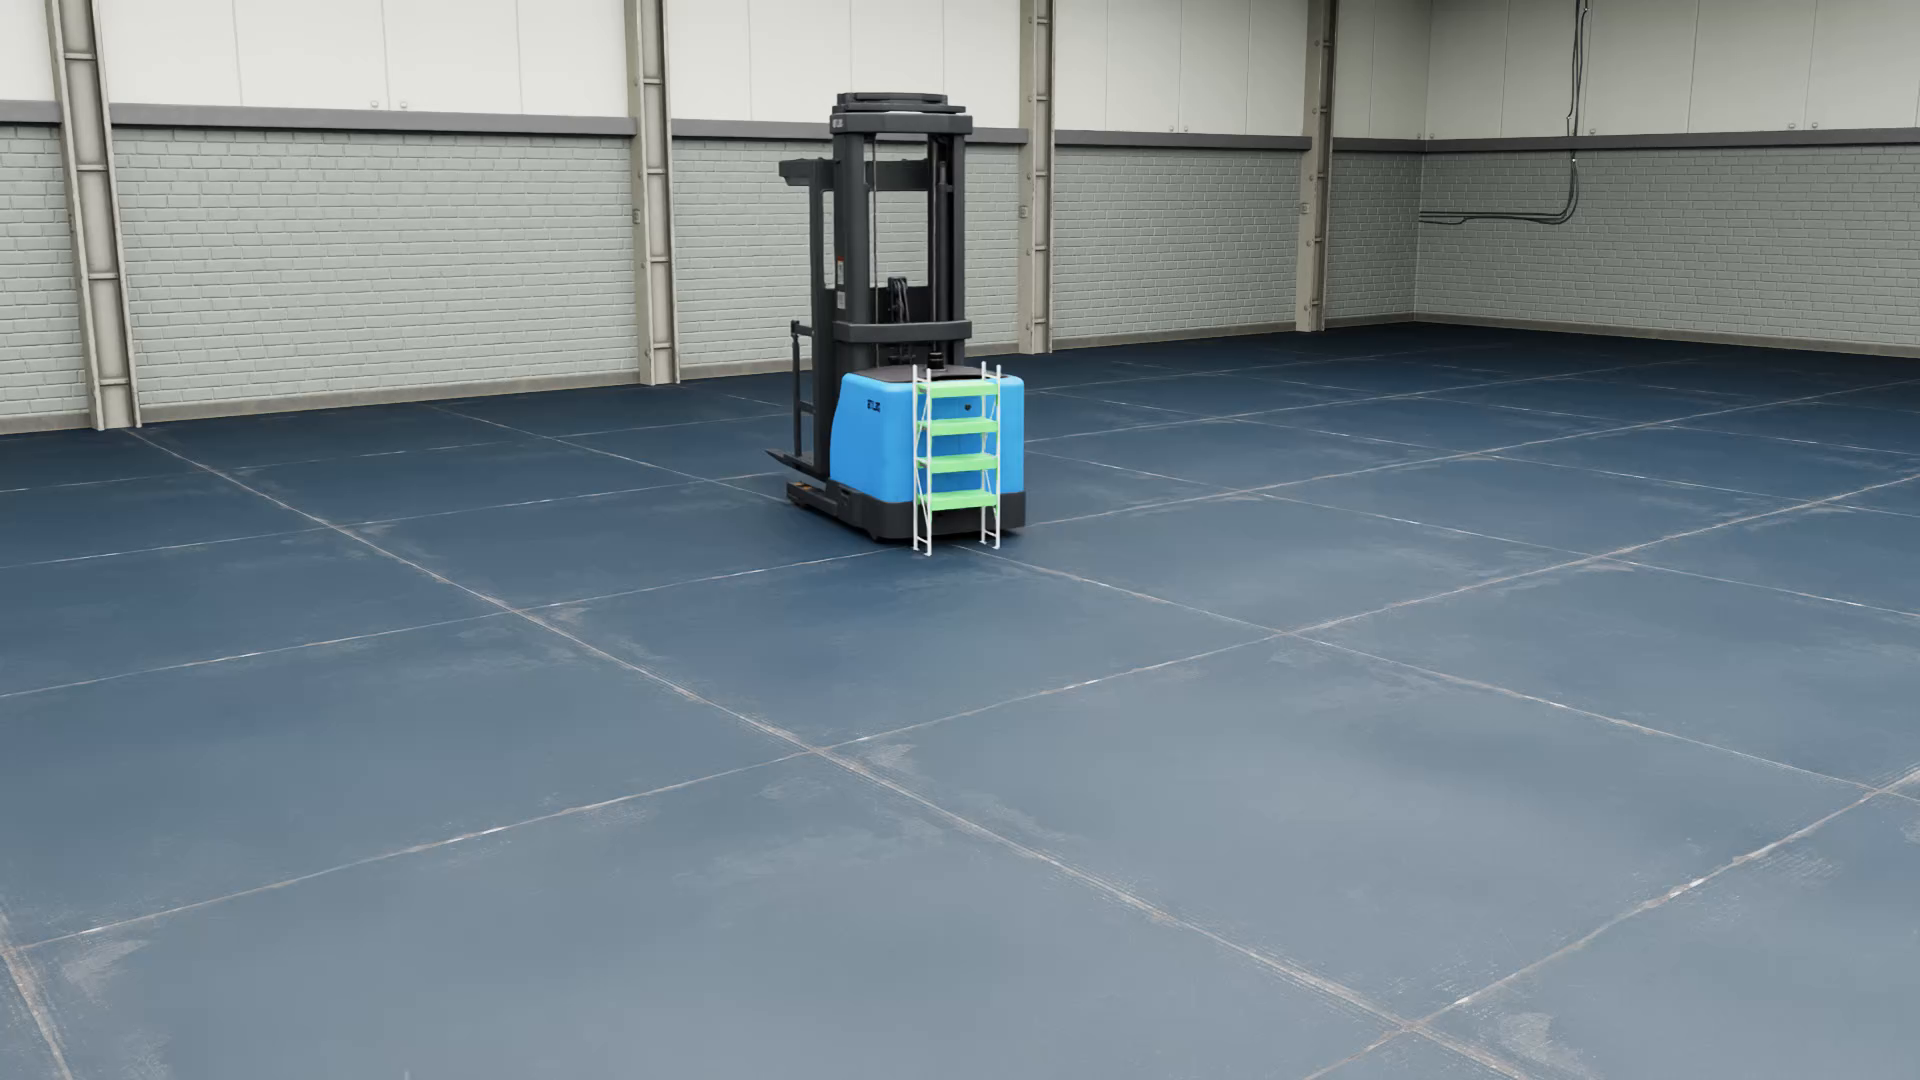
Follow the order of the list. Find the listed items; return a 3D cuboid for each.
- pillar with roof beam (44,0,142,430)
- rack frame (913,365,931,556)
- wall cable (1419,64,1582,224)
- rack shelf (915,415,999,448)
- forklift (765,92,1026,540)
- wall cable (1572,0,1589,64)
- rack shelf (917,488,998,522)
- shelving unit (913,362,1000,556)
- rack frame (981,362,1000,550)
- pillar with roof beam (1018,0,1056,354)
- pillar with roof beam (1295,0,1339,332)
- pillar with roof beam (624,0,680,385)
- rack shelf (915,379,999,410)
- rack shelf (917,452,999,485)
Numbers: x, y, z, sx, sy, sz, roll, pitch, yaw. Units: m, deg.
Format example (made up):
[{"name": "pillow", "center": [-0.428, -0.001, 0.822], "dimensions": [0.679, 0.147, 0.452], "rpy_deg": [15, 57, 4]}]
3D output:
[{"name": "pillar with roof beam", "center": [-5.615, -4.817, 12.150], "dimensions": [0.400, 9.000, 9.100], "rpy_deg": [-9, 15, -38]}, {"name": "rack frame", "center": [-0.243, -0.505, 10.613], "dimensions": [0.015, 1.200, 0.240], "rpy_deg": [-6, 13, -24]}, {"name": "wall cable", "center": [8.877, -6.500, 27.551], "dimensions": [0.112, 2.526, 3.097], "rpy_deg": [-9, 15, -38]}, {"name": "rack shelf", "center": [-0.021, -0.698, 10.677], "dimensions": [0.480, 0.148, 0.258], "rpy_deg": [-6, 13, -24]}, {"name": "forklift", "center": [-0.638, -1.694, 12.050], "dimensions": [1.130, 2.935, 3.031], "rpy_deg": [-6, 13, -24]}, {"name": "wall cable", "center": [10.567, -8.532, 24.960], "dimensions": [0.112, 2.526, 3.097], "rpy_deg": [-9, 15, -38]}, {"name": "rack shelf", "center": [-0.022, -0.229, 10.779], "dimensions": [0.480, 0.148, 0.258], "rpy_deg": [-6, 13, -24]}, {"name": "shelving unit", "center": [-0.022, -0.526, 10.714], "dimensions": [0.503, 1.200, 0.258], "rpy_deg": [-6, 13, -24]}, {"name": "rack frame", "center": [0.199, -0.547, 10.815], "dimensions": [0.015, 1.200, 0.240], "rpy_deg": [-6, 13, -24]}, {"name": "pillar with roof beam", "center": [3.755, -6.374, 19.483], "dimensions": [0.400, 9.000, 9.100], "rpy_deg": [-9, 15, -38]}, {"name": "pillar with roof beam", "center": [8.440, -7.153, 23.150], "dimensions": [0.400, 9.000, 9.100], "rpy_deg": [-9, 15, -38]}, {"name": "pillar with roof beam", "center": [-0.930, -5.596, 15.817], "dimensions": [0.400, 9.000, 9.100], "rpy_deg": [-9, 15, -38]}, {"name": "rack shelf", "center": [-0.021, -0.933, 10.626], "dimensions": [0.480, 0.148, 0.258], "rpy_deg": [-6, 13, -24]}, {"name": "rack shelf", "center": [-0.022, -0.464, 10.728], "dimensions": [0.480, 0.148, 0.258], "rpy_deg": [-6, 13, -24]}]
